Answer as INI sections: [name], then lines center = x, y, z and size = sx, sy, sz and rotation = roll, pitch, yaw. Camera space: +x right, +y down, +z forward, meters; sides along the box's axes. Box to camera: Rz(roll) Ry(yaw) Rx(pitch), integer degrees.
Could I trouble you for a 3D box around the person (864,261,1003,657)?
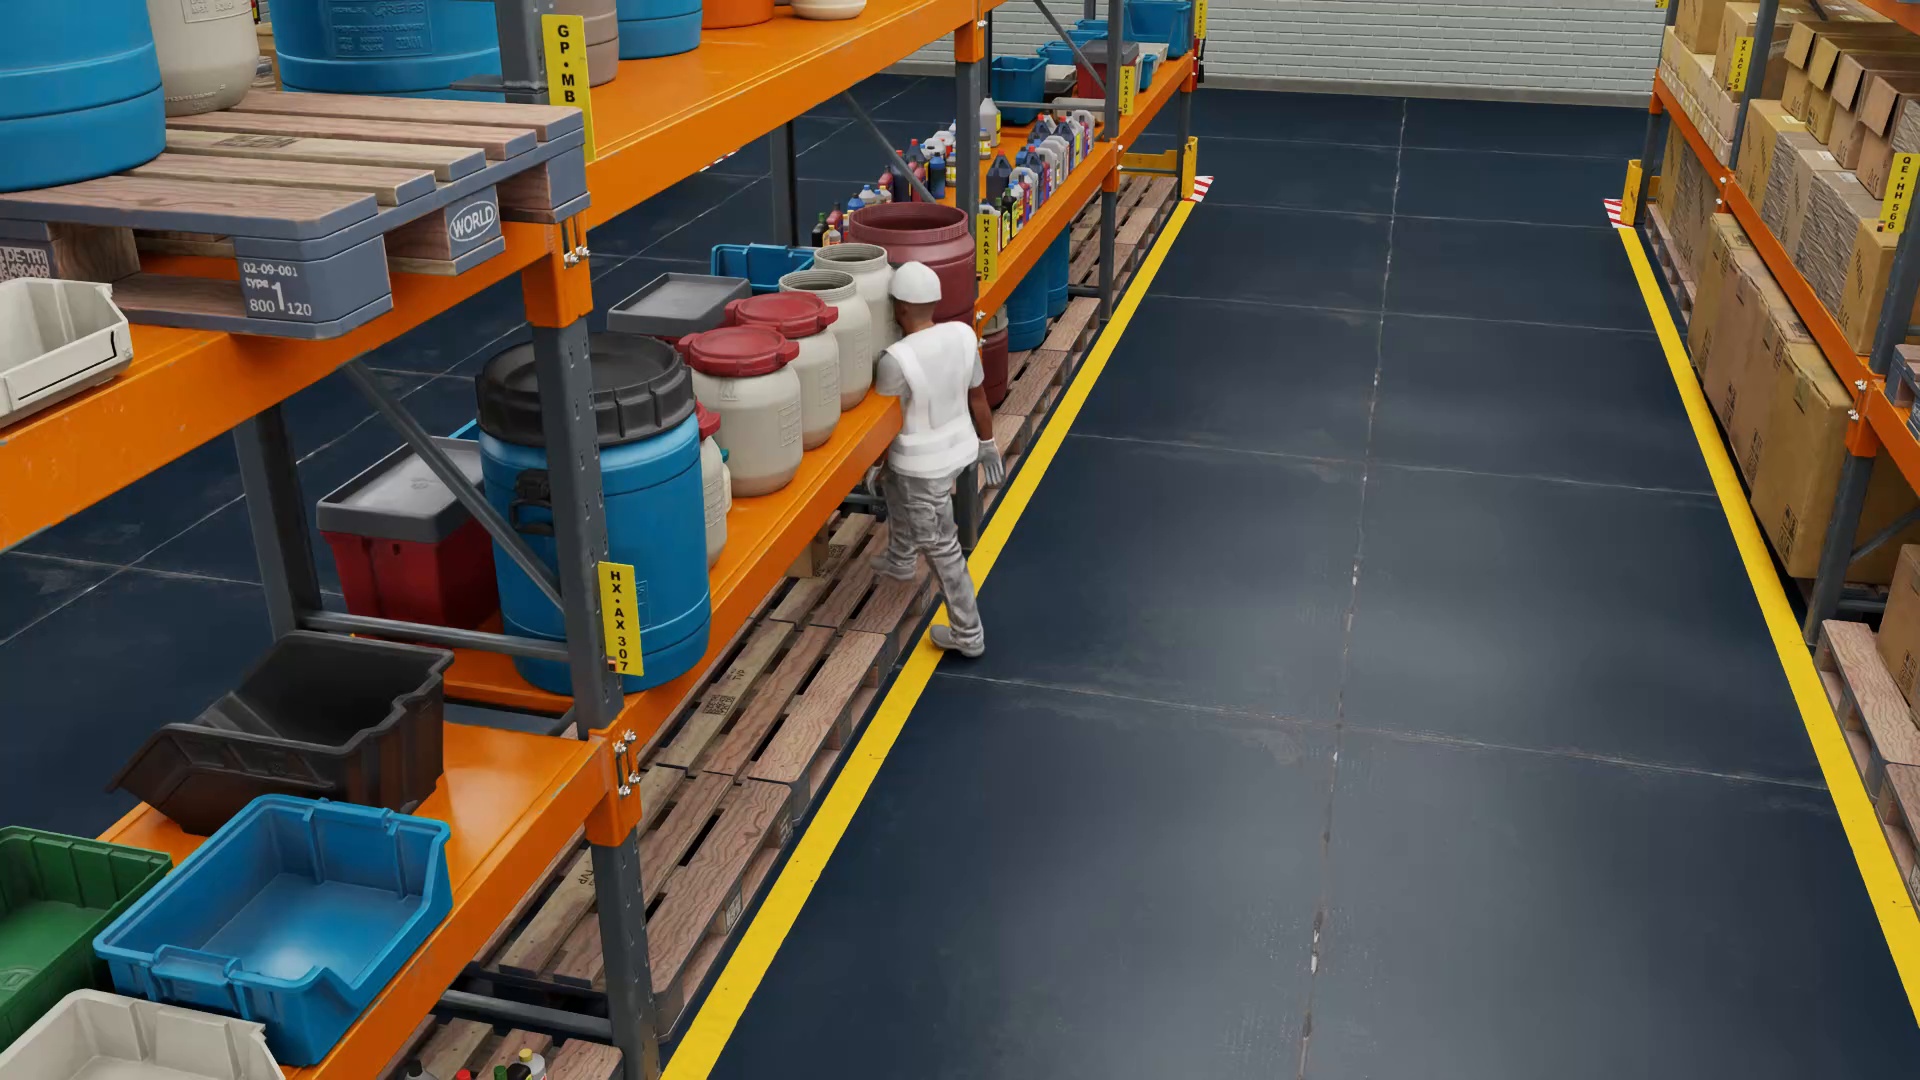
[person]
center = -0.221, -0.378, 7.335
size = 0.801, 1.762, 0.590
rotation = 18, 31, 34
